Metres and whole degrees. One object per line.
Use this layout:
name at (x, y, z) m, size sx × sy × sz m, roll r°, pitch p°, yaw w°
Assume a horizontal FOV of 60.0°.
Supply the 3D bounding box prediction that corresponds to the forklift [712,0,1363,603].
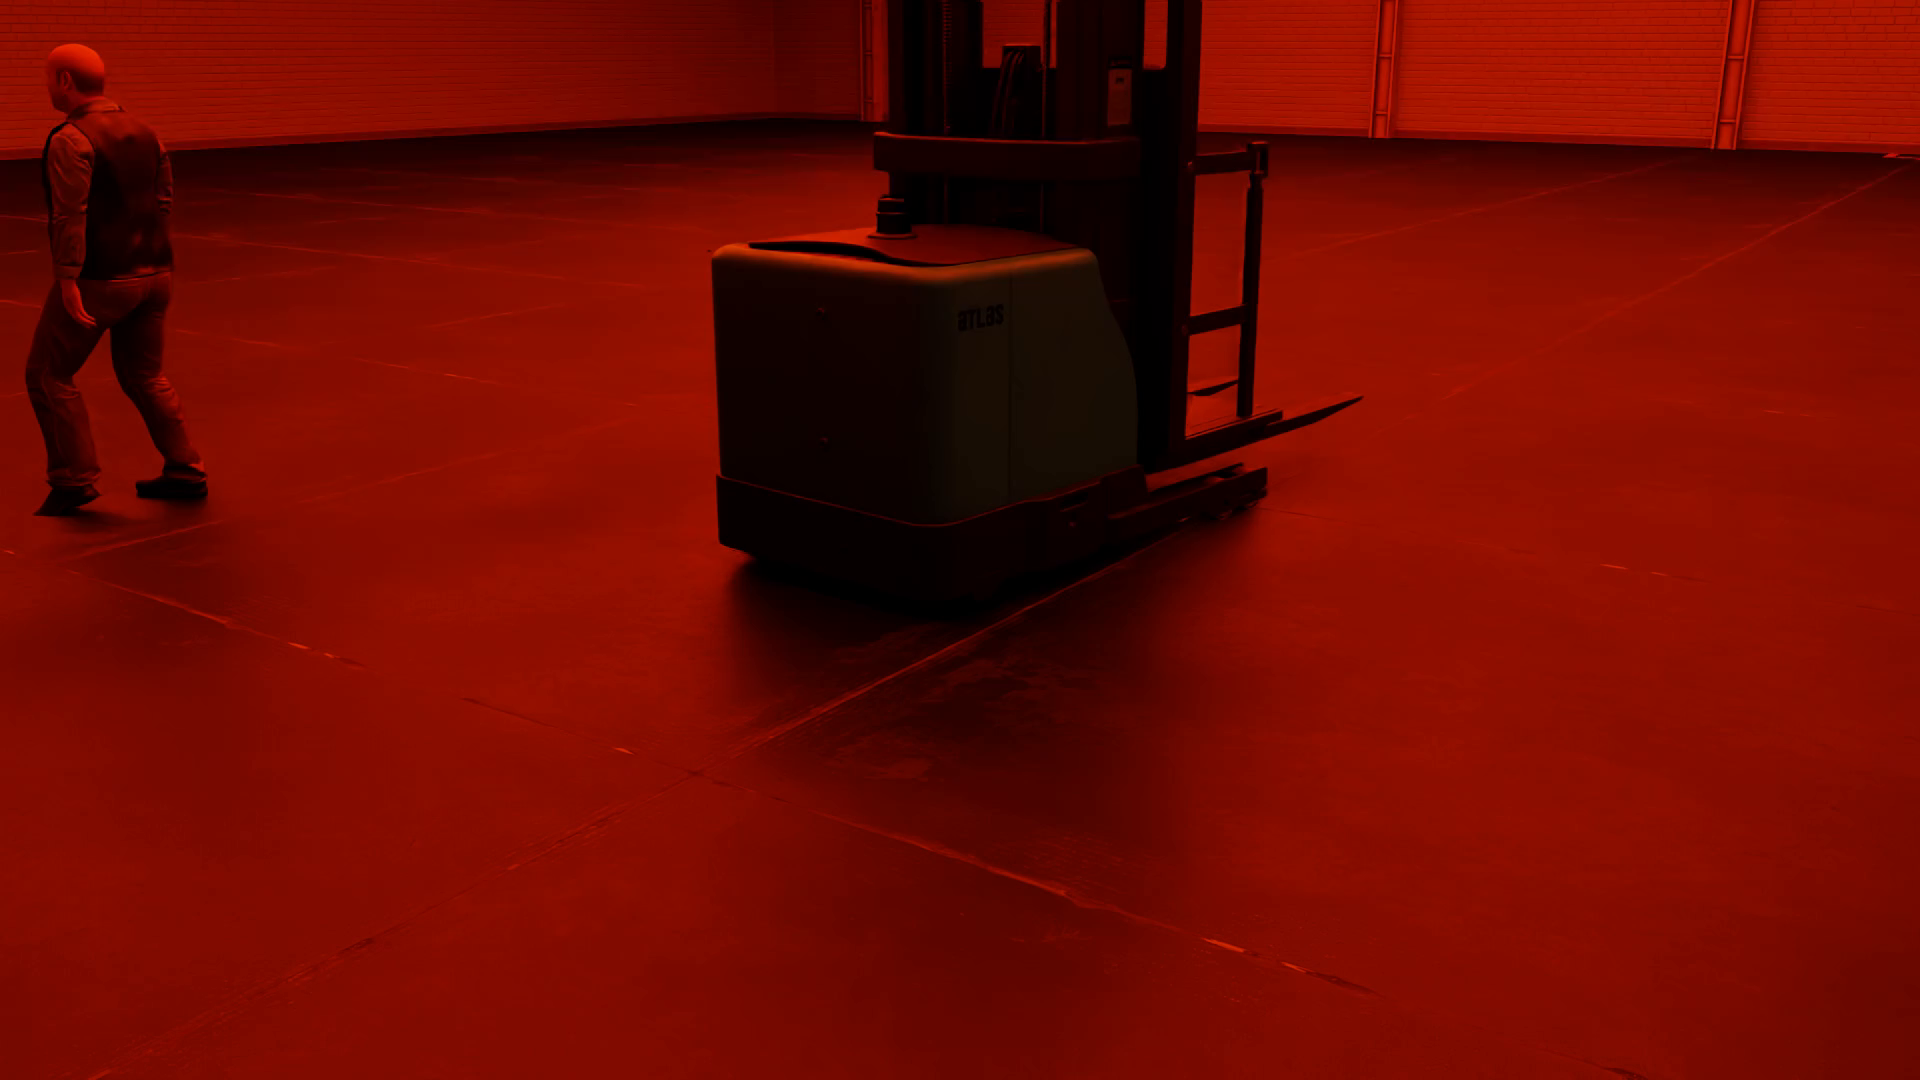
forklift at (0.523, -1.561, 6.052) m, size 1.130 × 2.935 × 3.031 m, roll 14°, pitch 22°, yaw 39°

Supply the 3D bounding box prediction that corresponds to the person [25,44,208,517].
person at (-3.219, -0.945, 6.252) m, size 0.540 × 1.765 × 0.631 m, roll 3°, pitch 17°, yaw 11°
